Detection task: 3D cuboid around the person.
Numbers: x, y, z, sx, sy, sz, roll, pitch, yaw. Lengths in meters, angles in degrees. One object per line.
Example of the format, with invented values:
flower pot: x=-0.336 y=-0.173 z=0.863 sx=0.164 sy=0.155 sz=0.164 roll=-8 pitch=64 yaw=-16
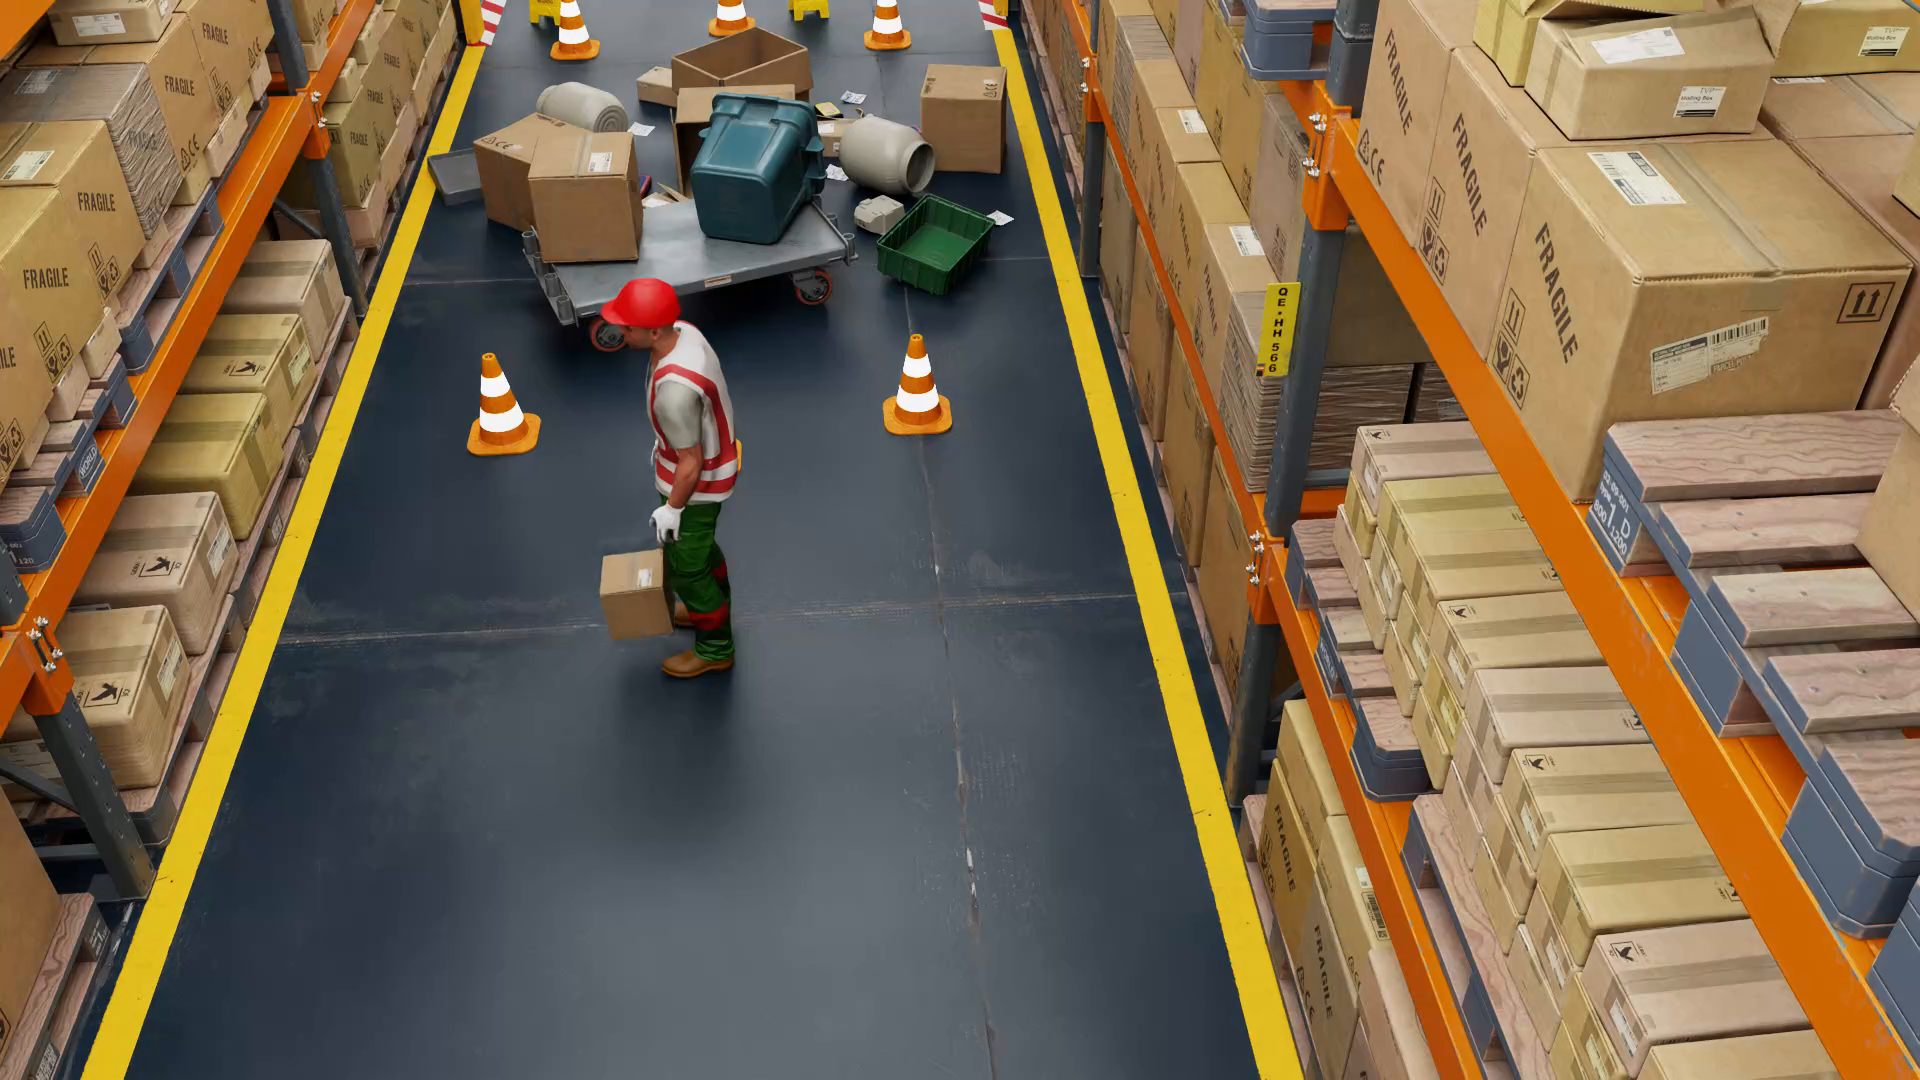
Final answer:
person: x=-1.070 y=-0.237 z=6.436 sx=0.438 sy=1.781 sz=0.574 roll=-4 pitch=39 yaw=-5
